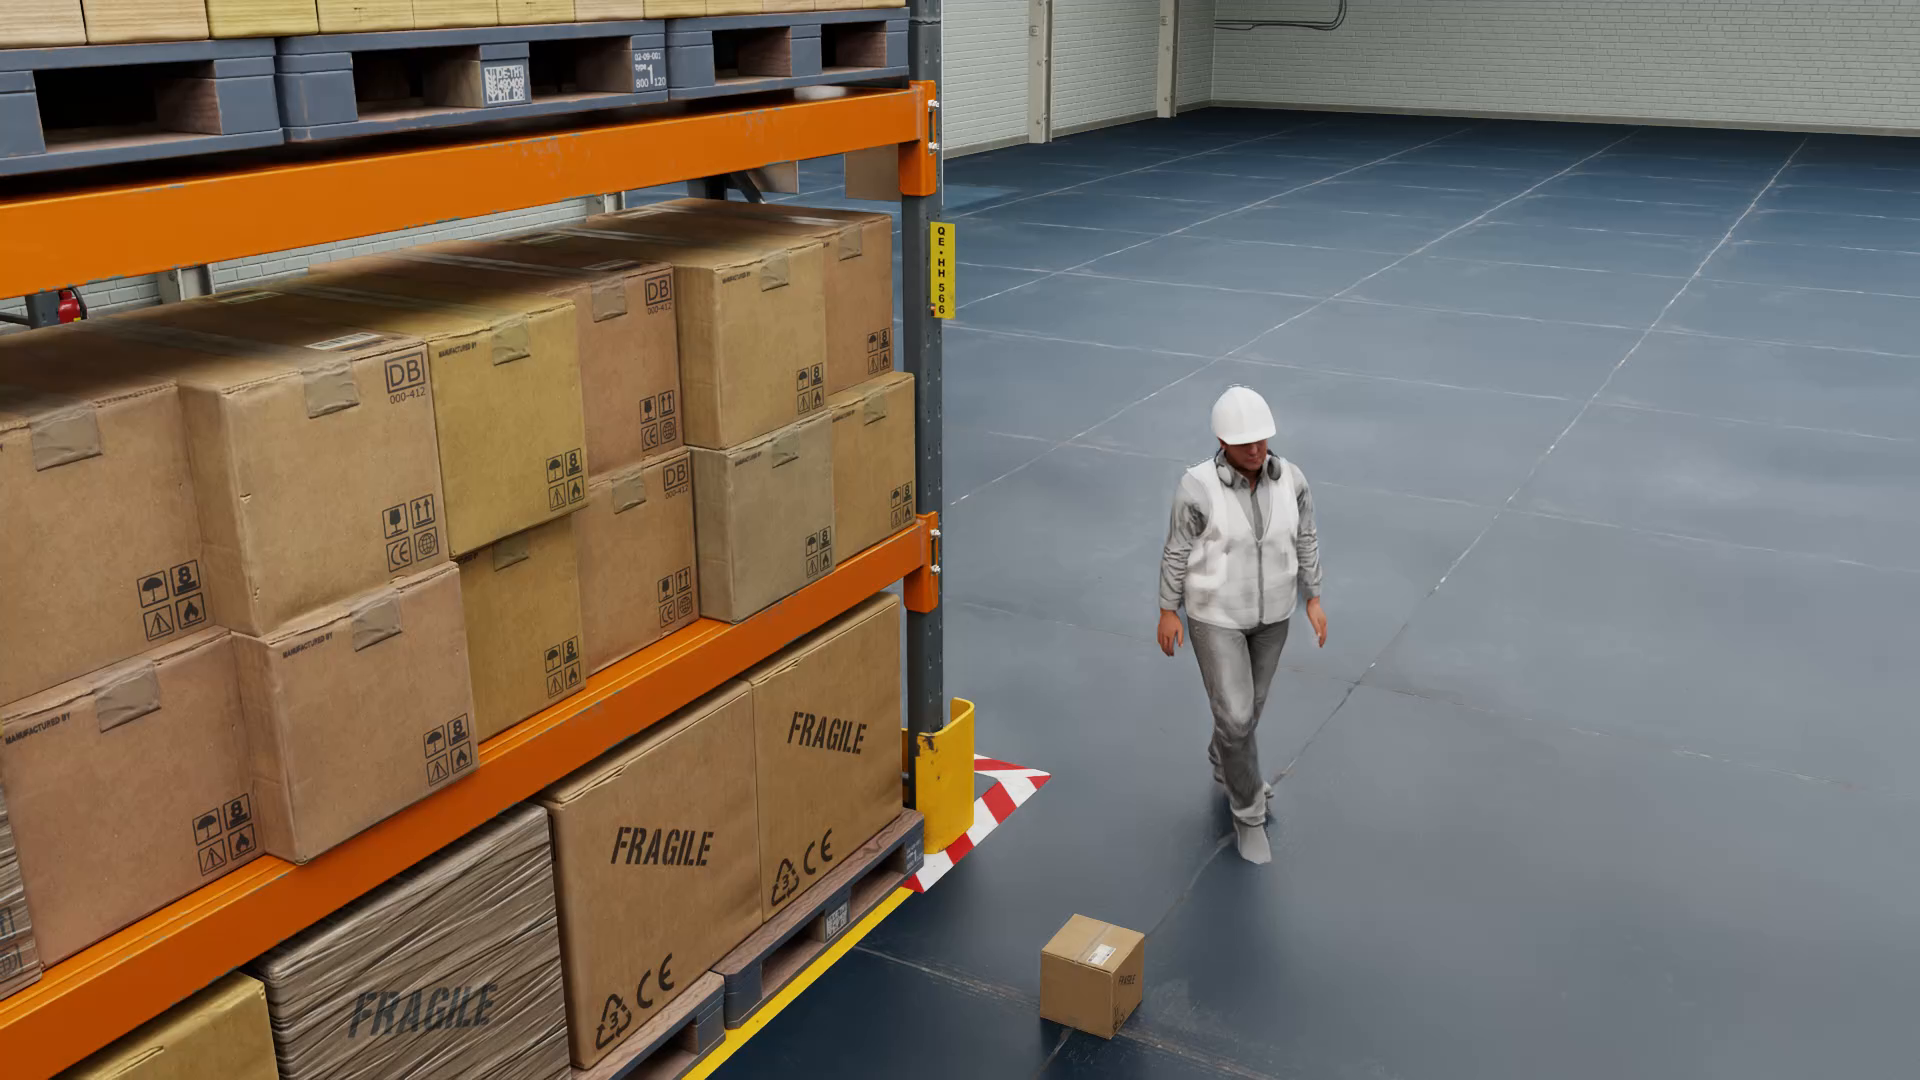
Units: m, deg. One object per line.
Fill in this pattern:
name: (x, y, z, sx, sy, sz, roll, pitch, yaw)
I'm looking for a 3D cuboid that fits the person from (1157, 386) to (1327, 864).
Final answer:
person: (1.078, 0.301, 6.254, 0.614, 1.821, 0.677, -7, 21, -20)
